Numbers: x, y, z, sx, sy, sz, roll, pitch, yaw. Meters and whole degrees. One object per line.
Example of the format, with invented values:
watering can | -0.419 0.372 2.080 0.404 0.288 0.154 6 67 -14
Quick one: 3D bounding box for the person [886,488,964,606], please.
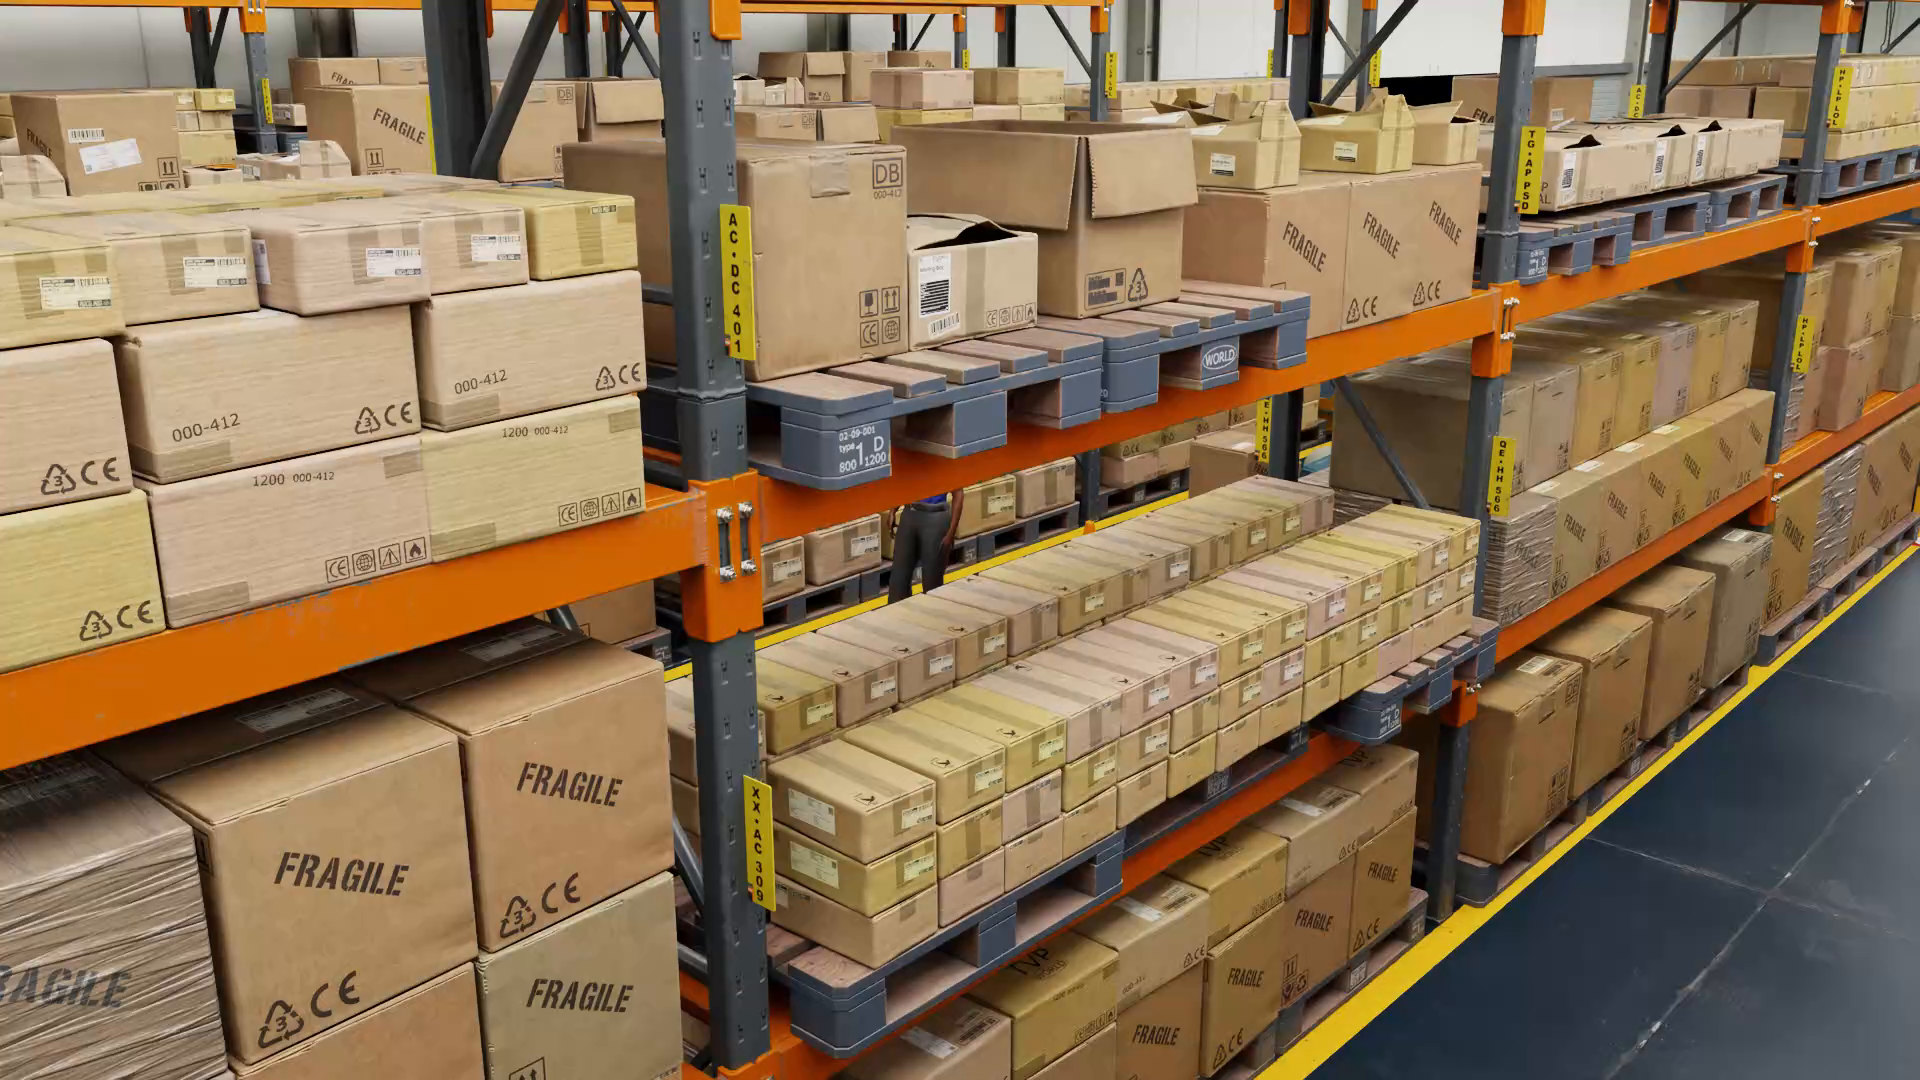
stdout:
person | -0.274 -0.063 10.231 0.570 1.657 0.502 15 22 40
